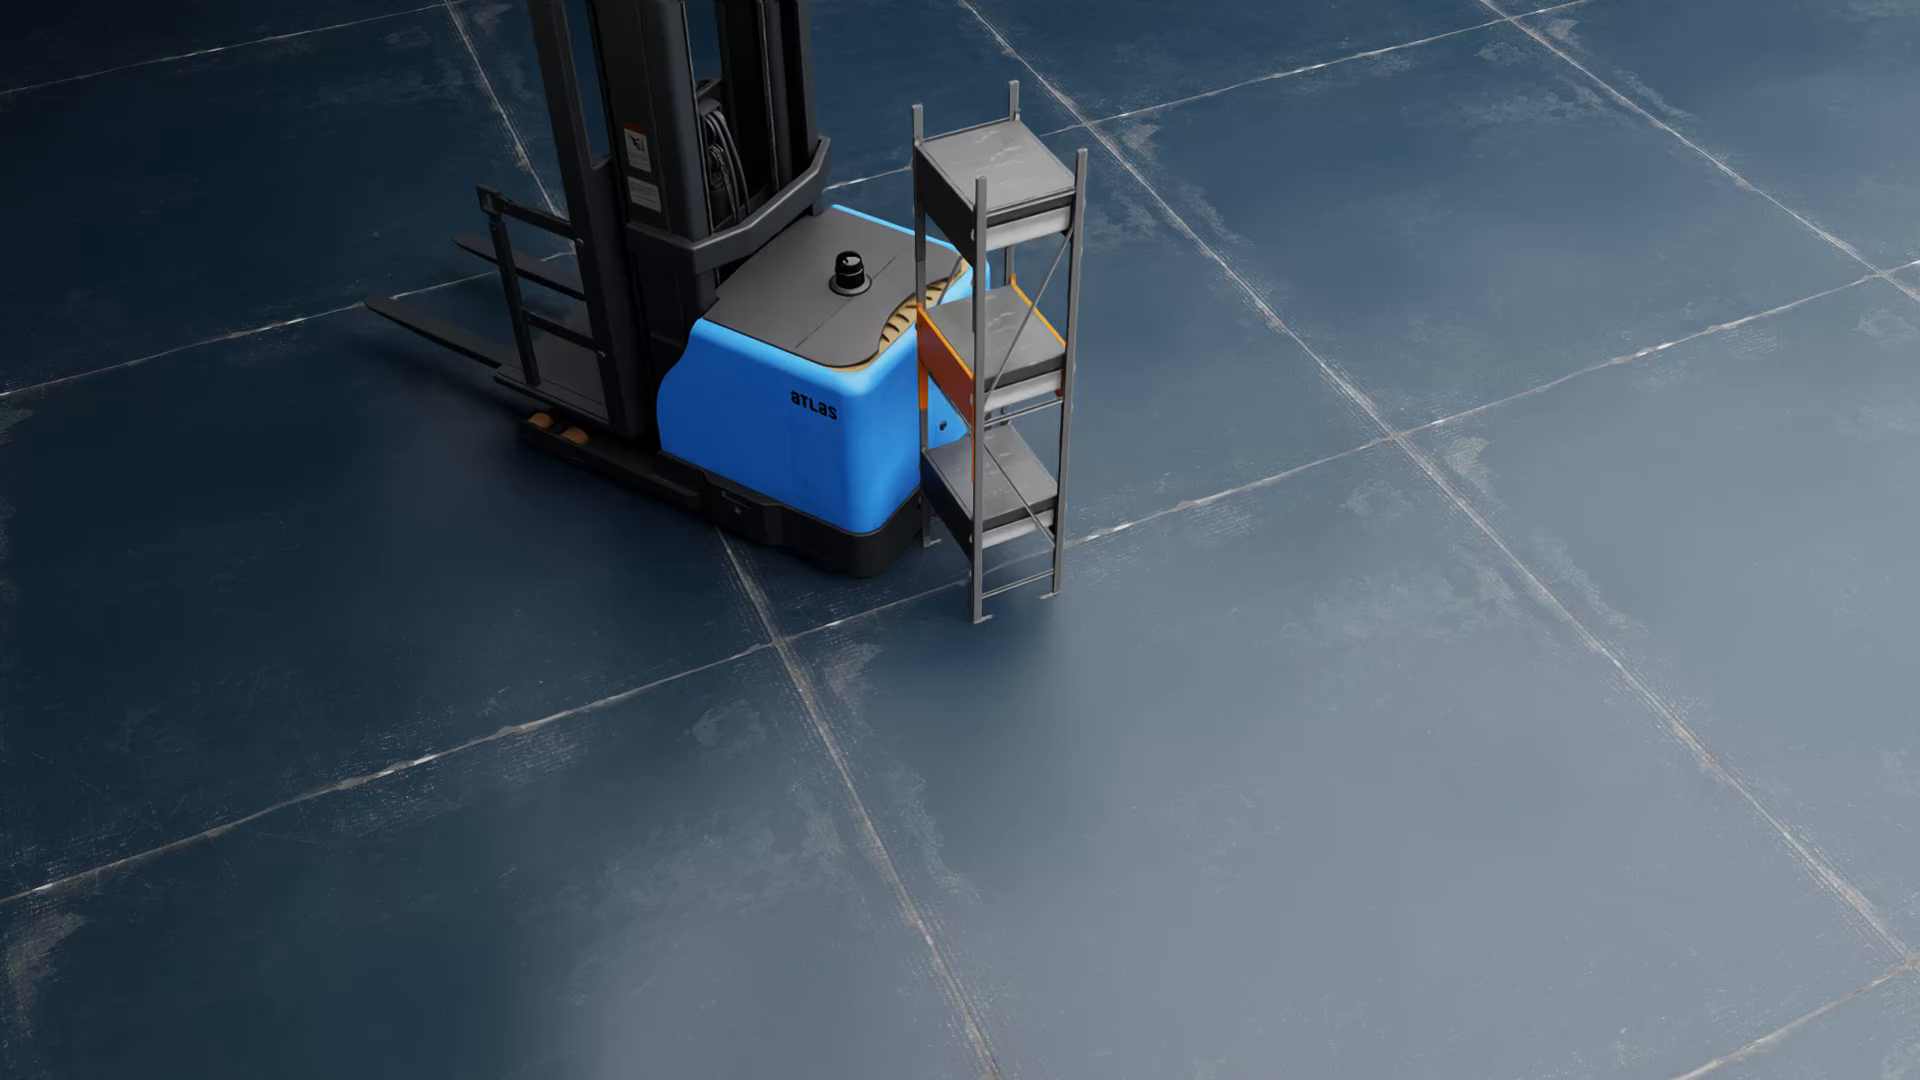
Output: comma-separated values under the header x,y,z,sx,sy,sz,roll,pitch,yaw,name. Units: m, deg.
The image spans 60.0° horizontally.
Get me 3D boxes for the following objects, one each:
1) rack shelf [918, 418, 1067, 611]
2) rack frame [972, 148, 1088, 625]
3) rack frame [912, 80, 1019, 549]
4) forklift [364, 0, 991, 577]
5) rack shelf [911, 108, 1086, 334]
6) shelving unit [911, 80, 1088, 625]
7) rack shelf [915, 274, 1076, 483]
x,y,z,sx,sy,sz,roll,pitch,yaw,name
0.127,-0.113,6.754,0.431,0.518,0.480,-19,48,-18,rack shelf
0.233,-0.467,6.097,0.400,2.100,0.015,-19,48,-18,rack frame
0.020,-0.775,6.409,0.400,2.100,0.015,-19,48,-18,rack frame
-1.389,-1.676,6.731,3.031,2.935,1.130,23,49,22,forklift
0.127,-1.109,5.771,0.431,0.518,0.480,-19,48,-18,rack shelf
0.127,-0.621,6.253,0.431,2.100,0.503,-19,48,-18,shelving unit
0.127,-0.611,6.263,0.431,0.518,0.480,-19,48,-18,rack shelf
